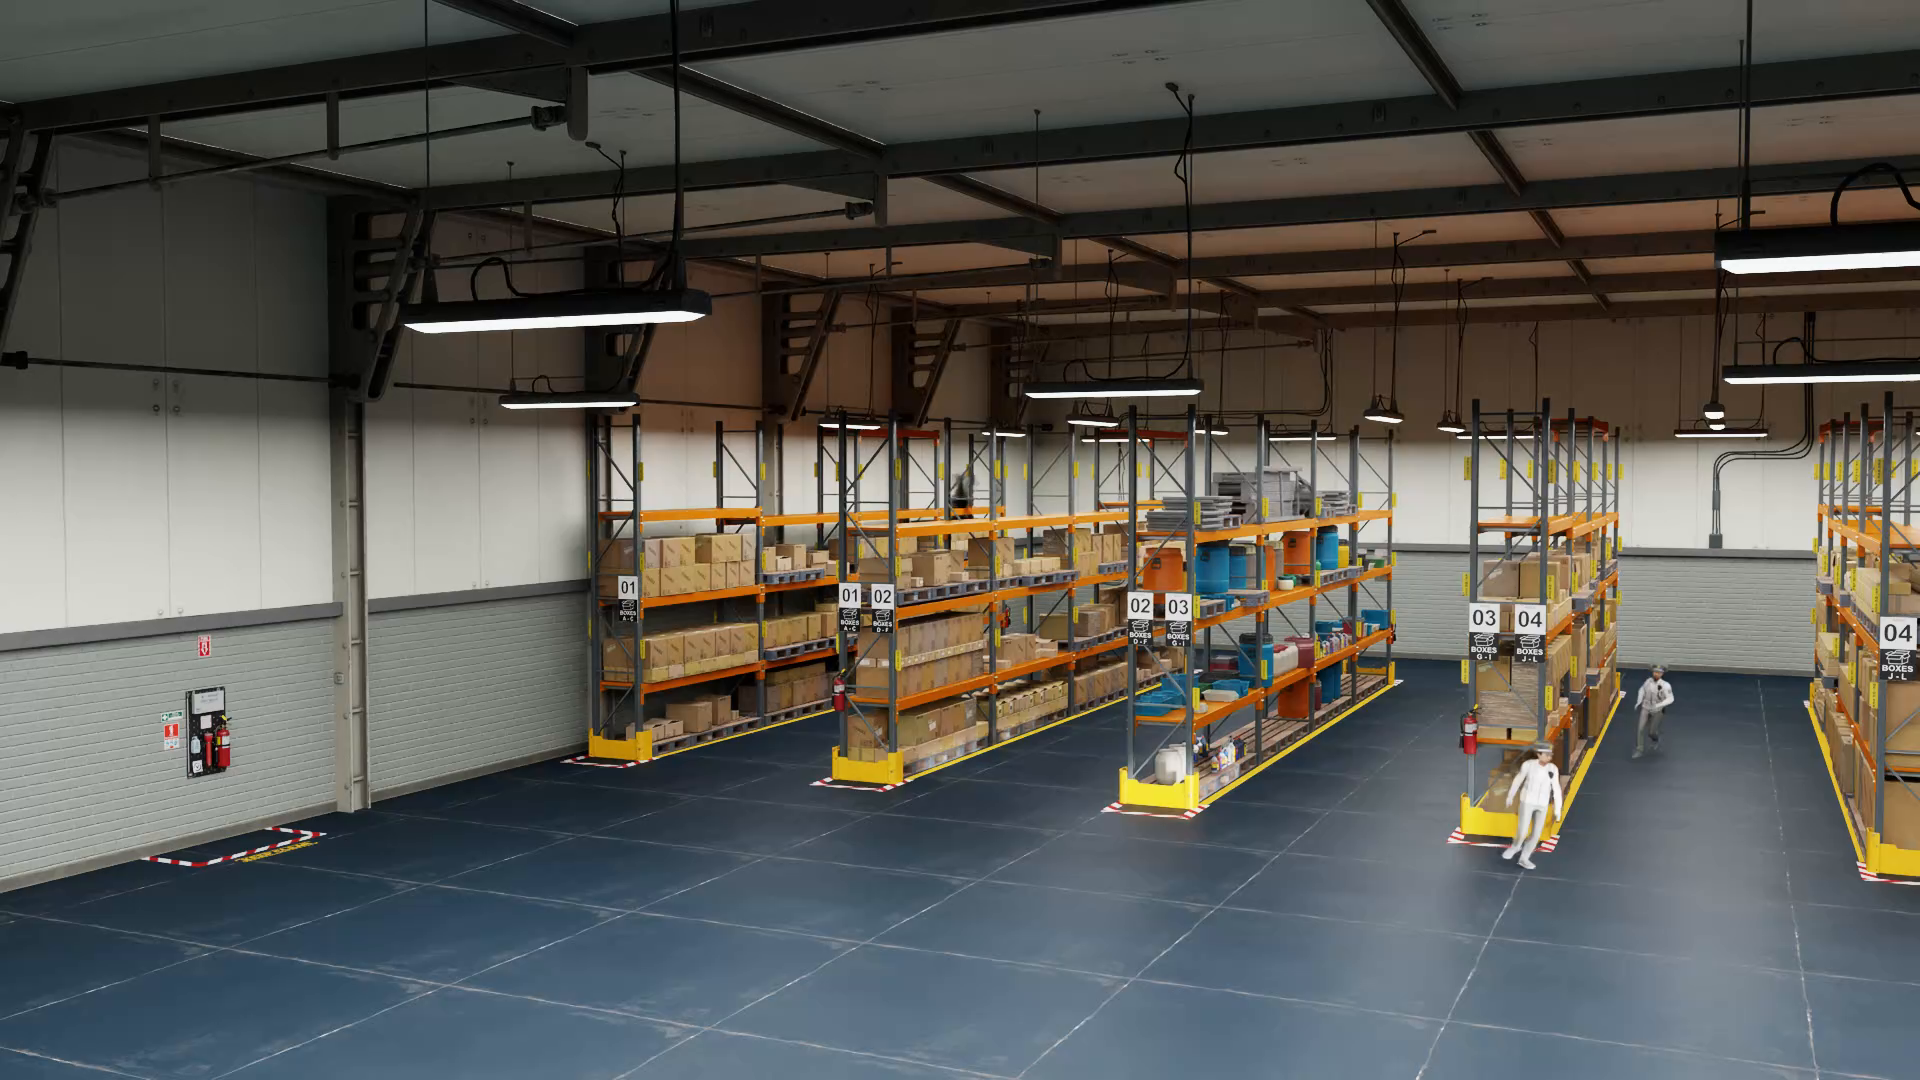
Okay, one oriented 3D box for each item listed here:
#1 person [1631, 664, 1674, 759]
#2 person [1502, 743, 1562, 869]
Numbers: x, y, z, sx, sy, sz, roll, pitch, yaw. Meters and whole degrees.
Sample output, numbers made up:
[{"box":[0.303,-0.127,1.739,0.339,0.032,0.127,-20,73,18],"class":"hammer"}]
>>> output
[{"box":[12.153,2.982,29.088,0.650,1.647,0.823,2,3,42],"class":"person"},{"box":[7.209,3.335,20.937,0.647,1.623,0.564,0,2,0],"class":"person"}]
